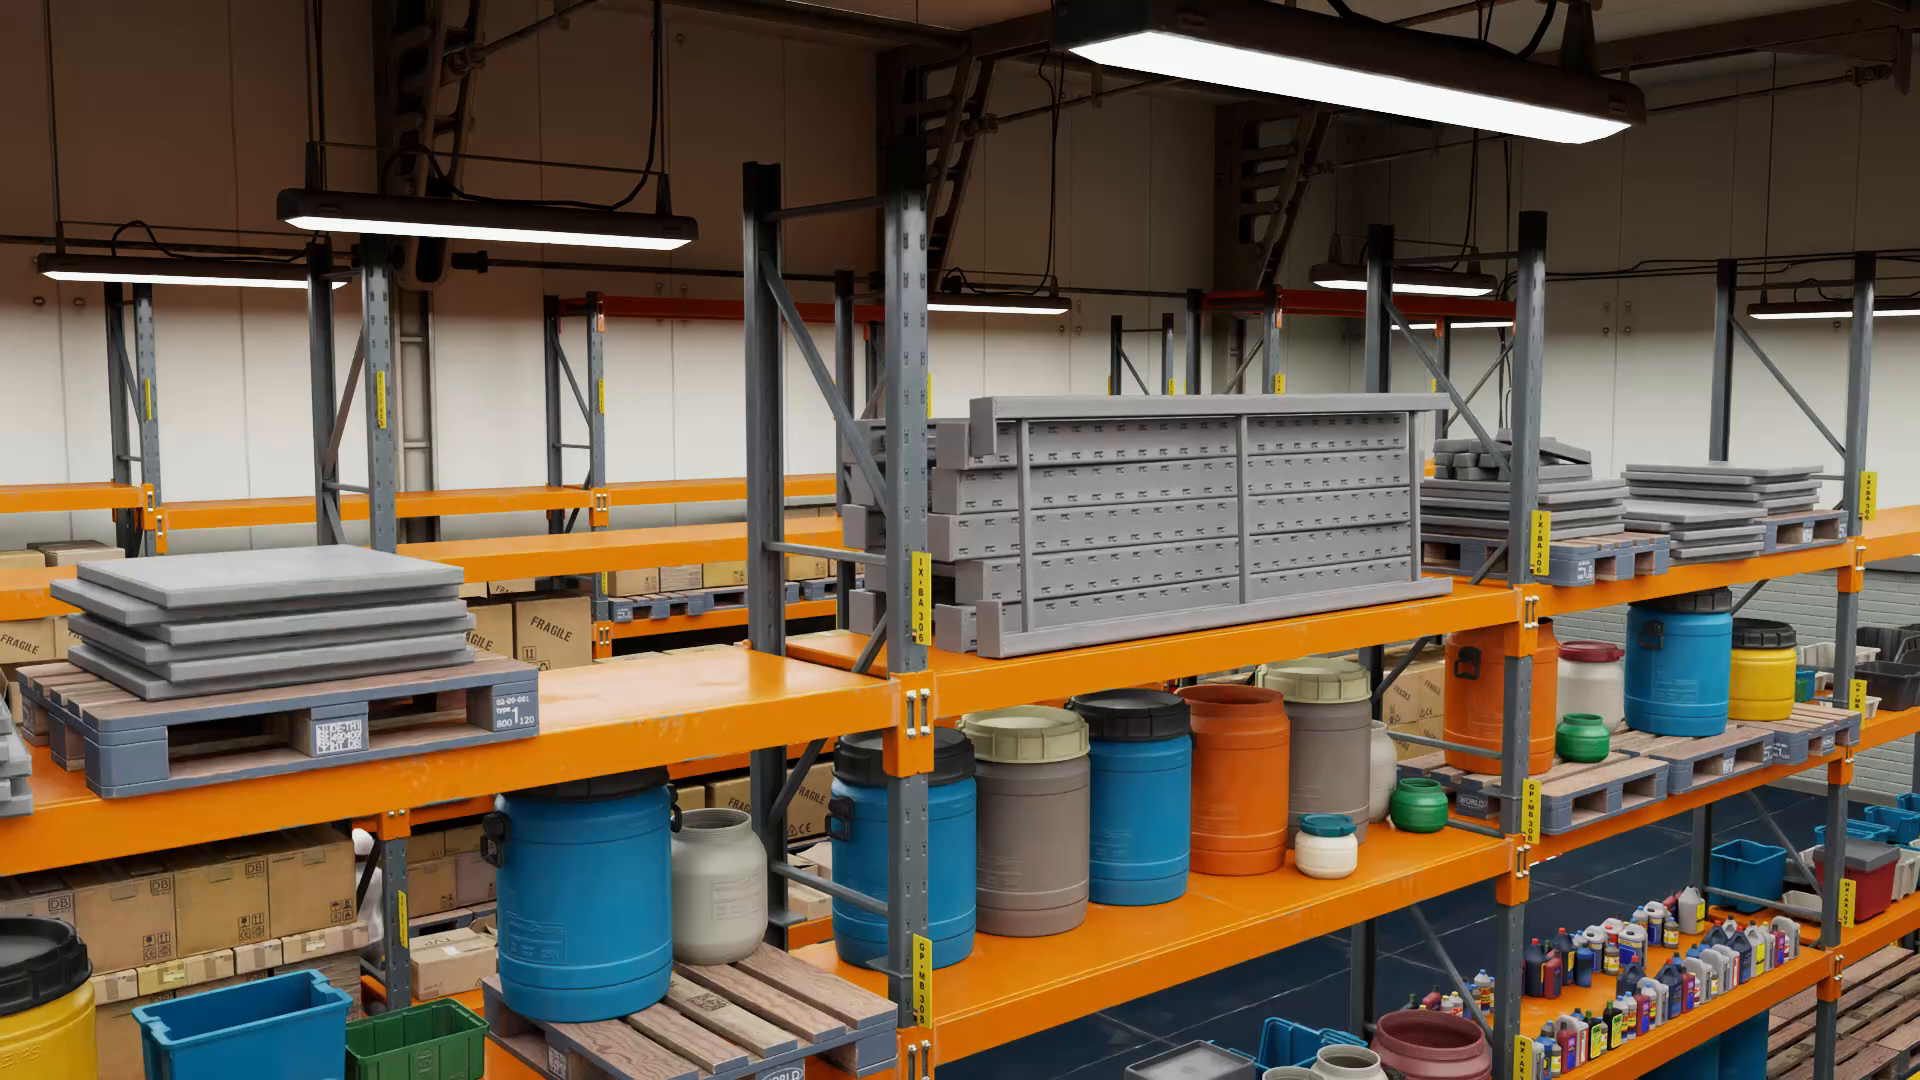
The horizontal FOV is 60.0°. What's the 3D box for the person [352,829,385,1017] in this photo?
[{"bbox_3d":[-4.597,3.072,12.617,0.374,1.794,0.565,4,7,38],"label":"person"}]
